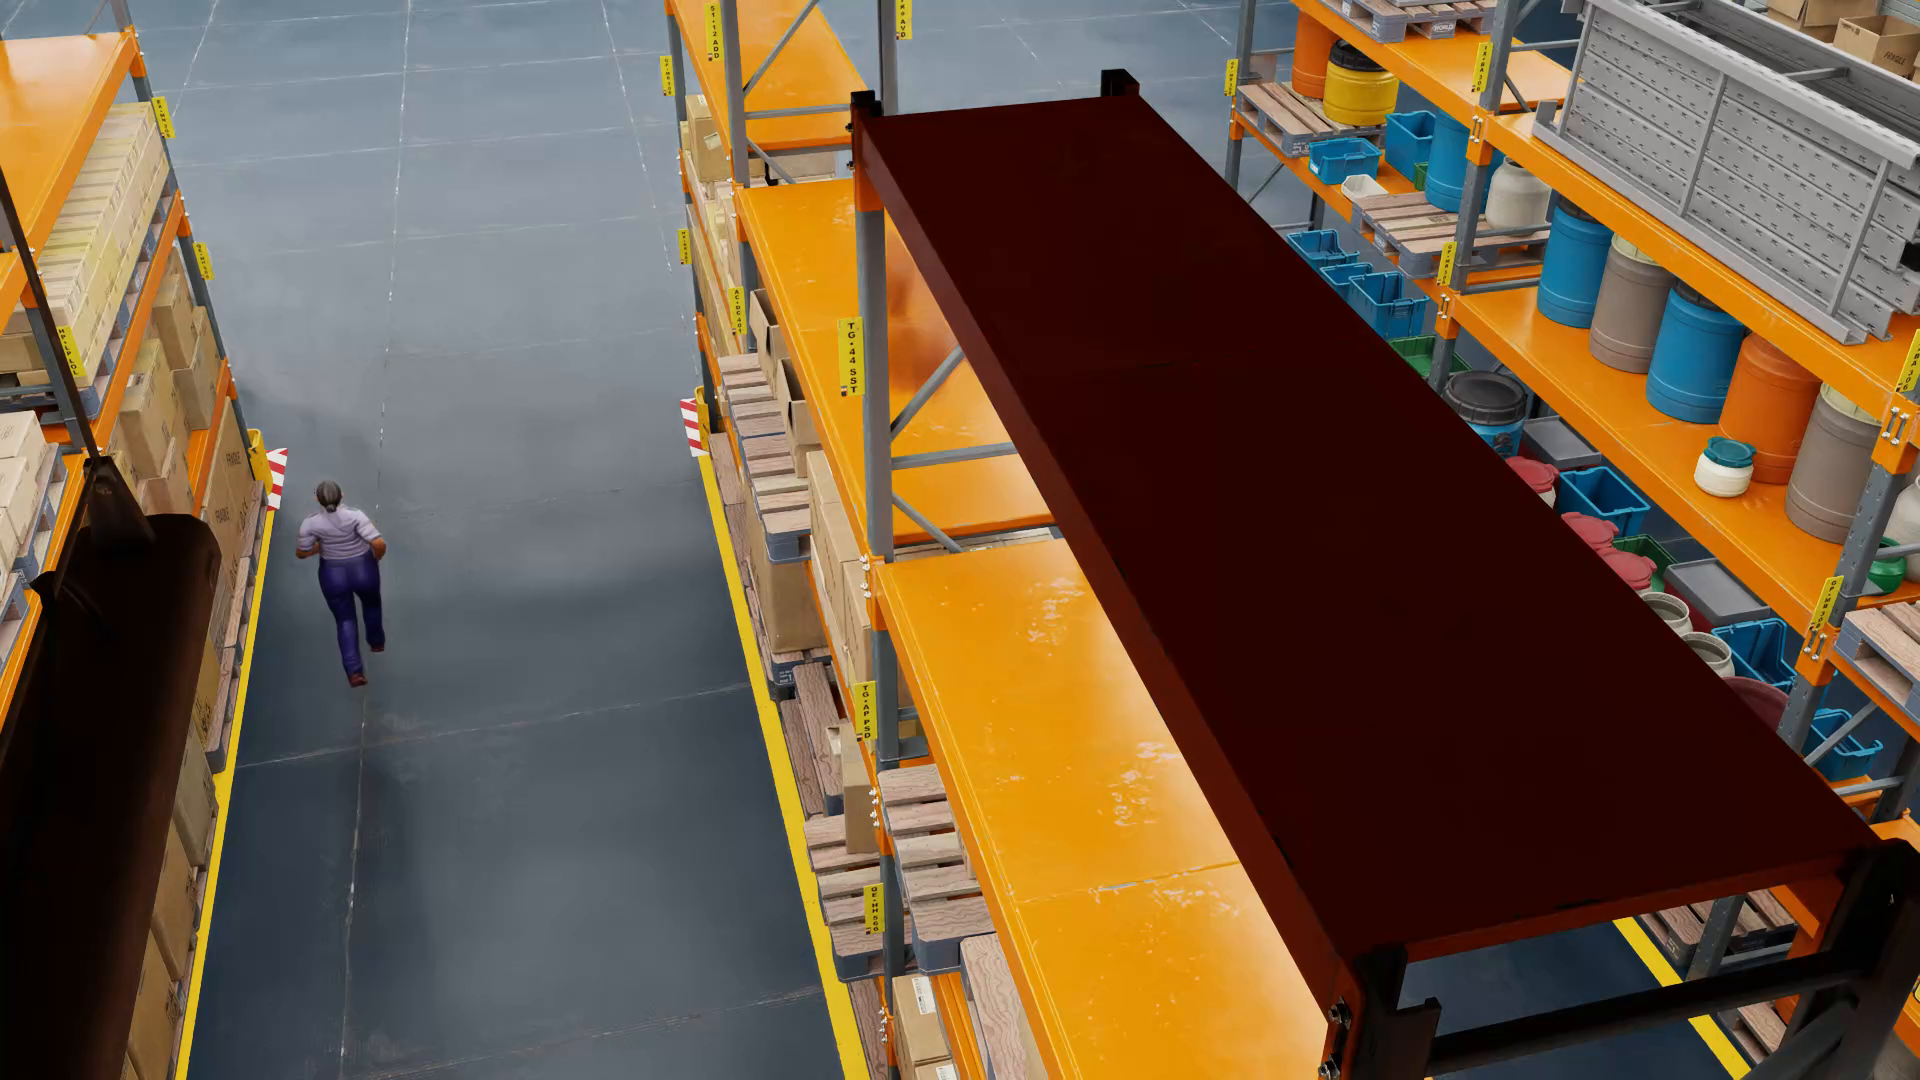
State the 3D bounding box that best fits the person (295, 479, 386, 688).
[{"bbox_3d":[-4.389,0.272,11.959,0.617,1.648,0.837,-10,36,-14],"label":"person"}]
